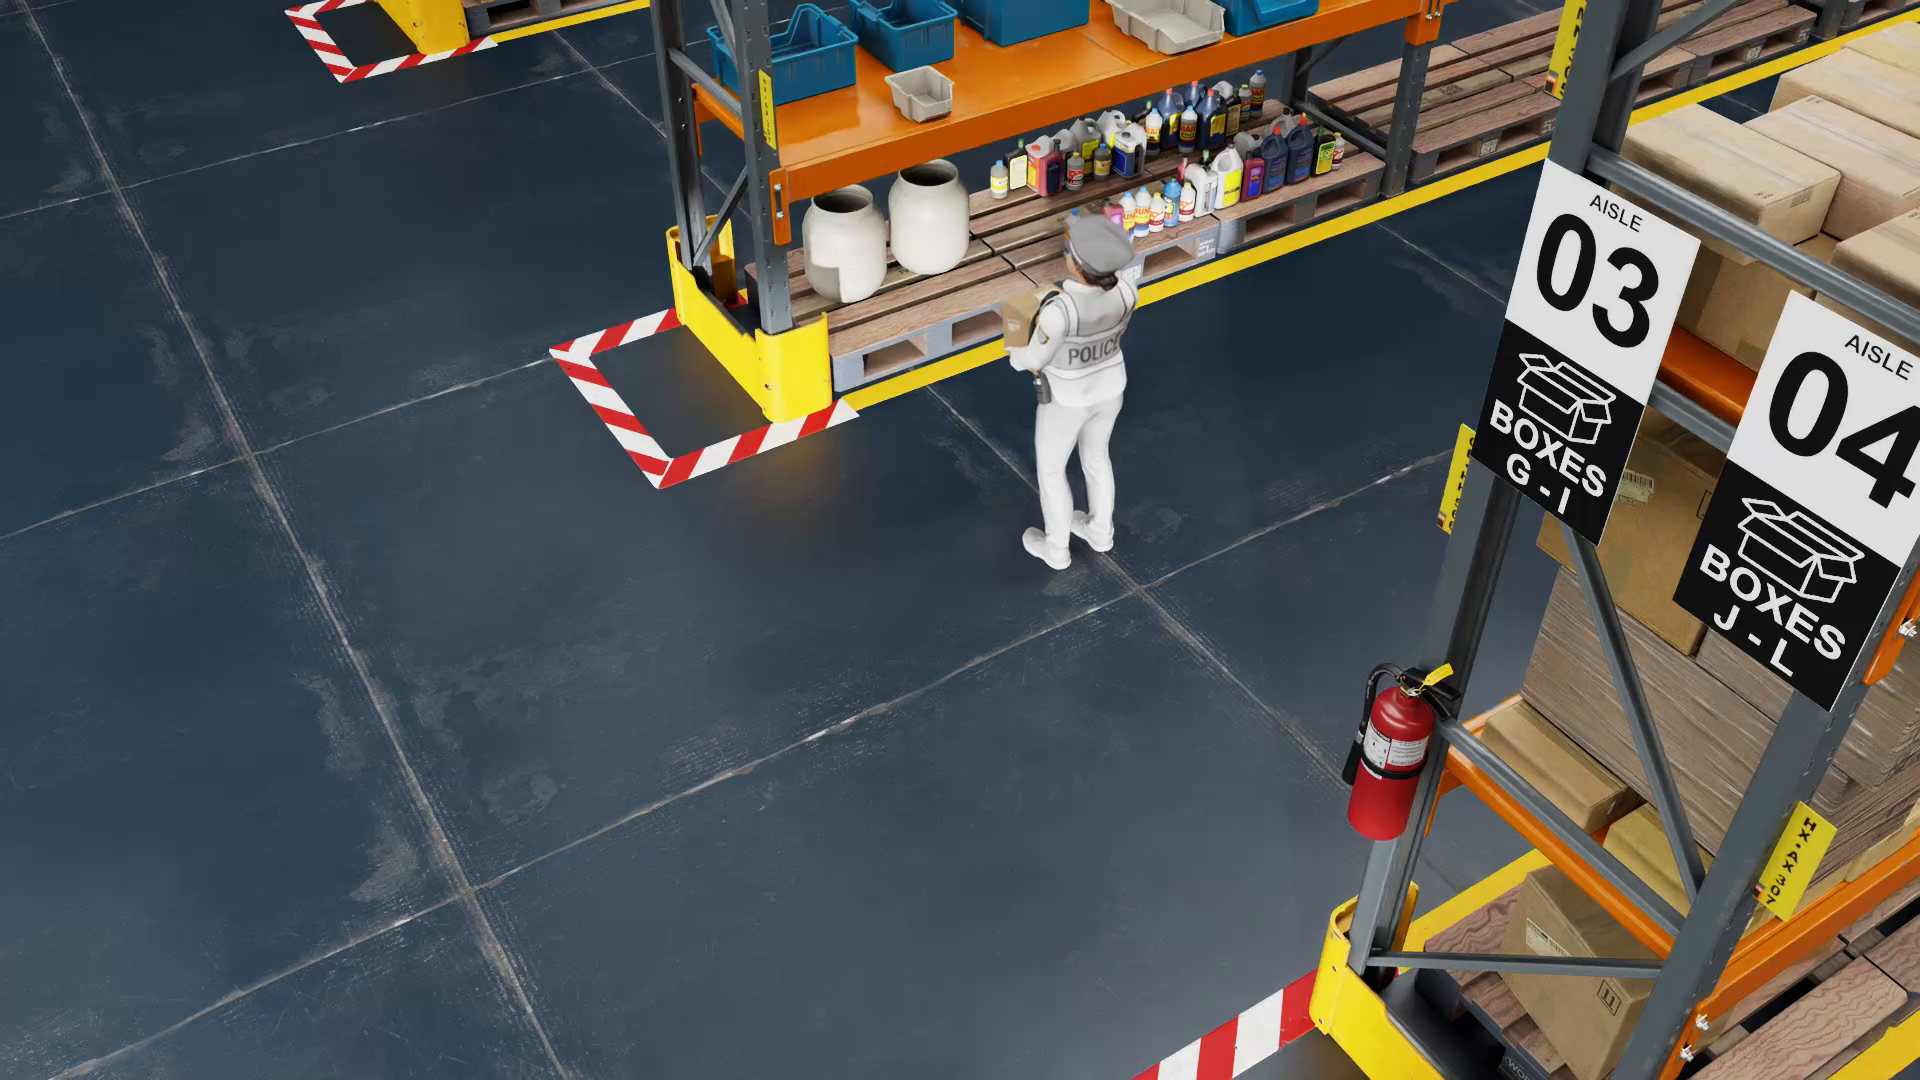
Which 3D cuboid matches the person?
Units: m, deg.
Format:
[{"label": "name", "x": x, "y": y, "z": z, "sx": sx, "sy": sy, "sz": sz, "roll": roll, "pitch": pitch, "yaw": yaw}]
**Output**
[{"label": "person", "x": 0.453, "y": -0.636, "z": 6.870, "sx": 0.460, "sy": 1.686, "sz": 0.564, "roll": -22, "pitch": 46, "yaw": -24}]
